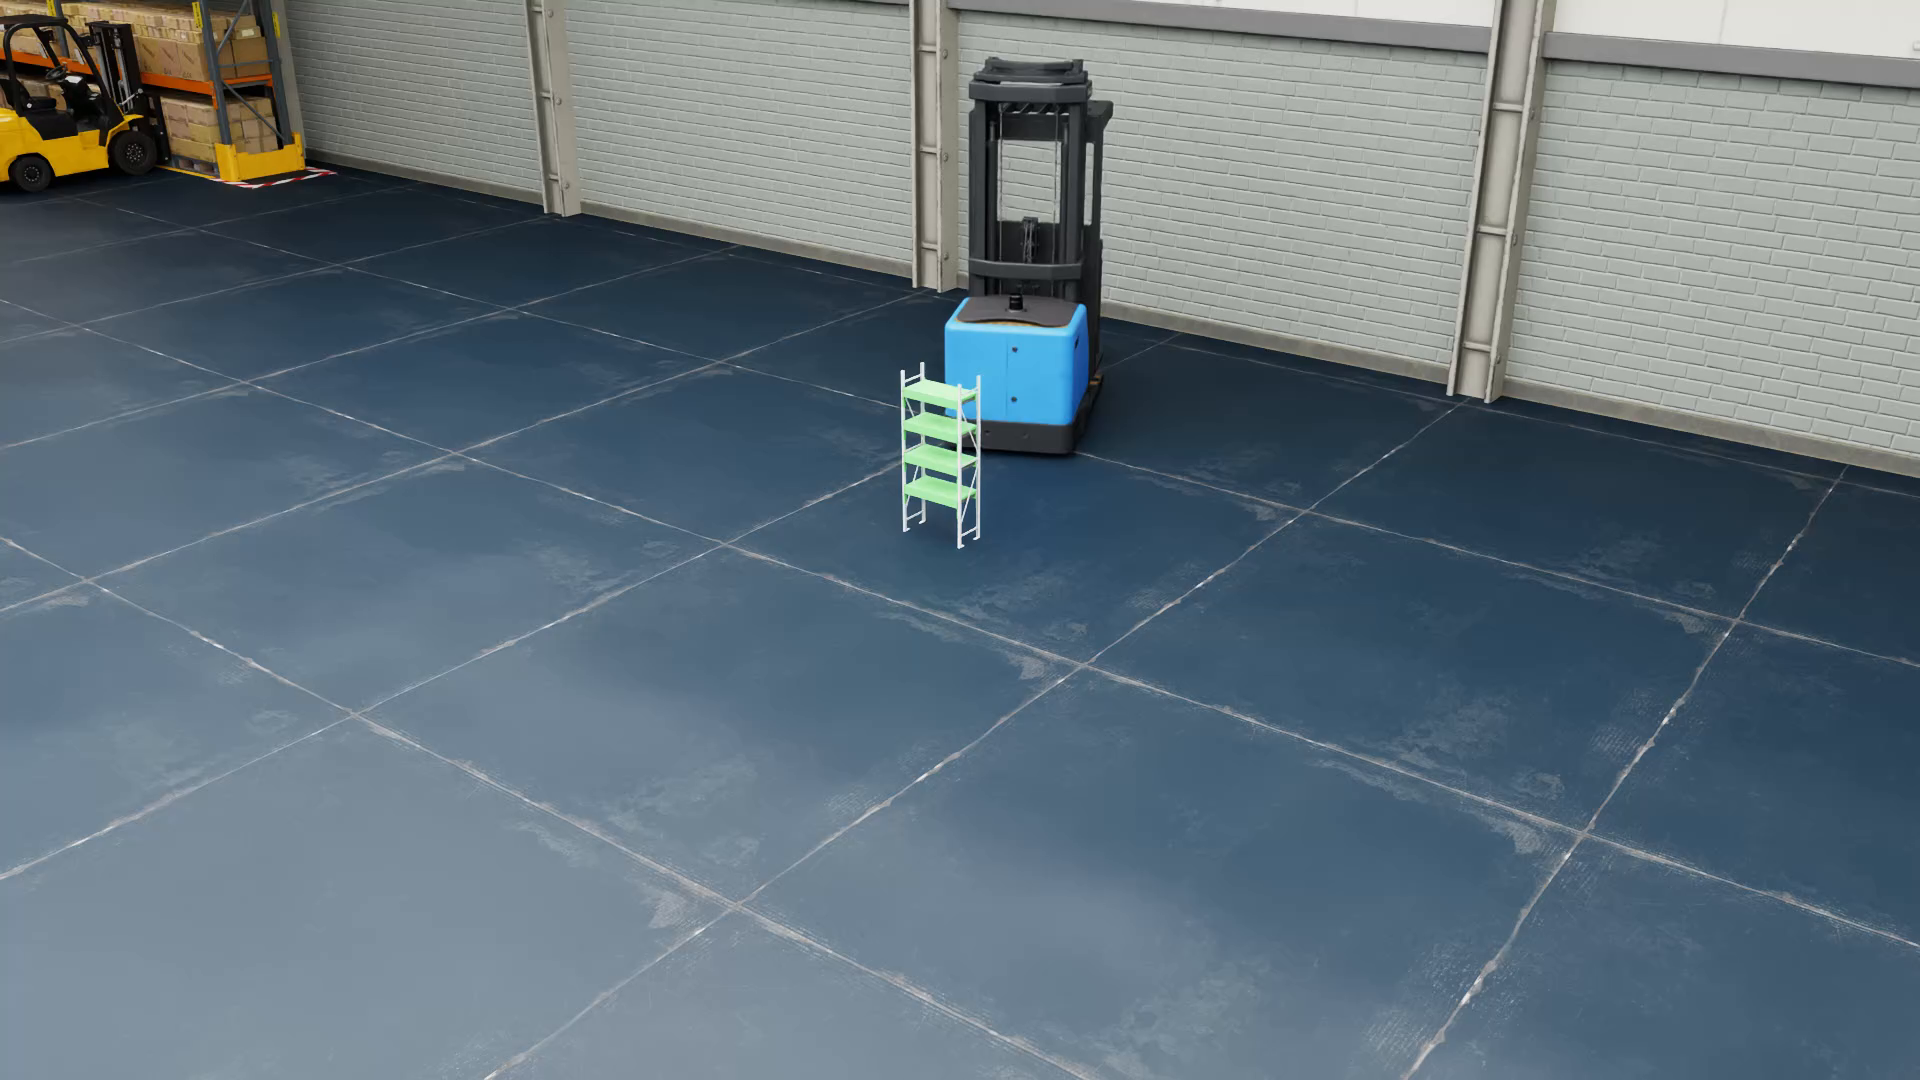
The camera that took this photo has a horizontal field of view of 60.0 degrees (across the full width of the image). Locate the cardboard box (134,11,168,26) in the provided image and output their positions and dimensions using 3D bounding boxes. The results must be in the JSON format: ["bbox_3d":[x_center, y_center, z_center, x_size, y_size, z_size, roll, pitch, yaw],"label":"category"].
[{"bbox_3d":[-11.345,-7.323,23.354,0.250,0.149,0.380,17,29,34],"label":"cardboard box"}]

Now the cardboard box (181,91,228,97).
[{"bbox_3d":[-10.918,-6.363,24.120,0.500,0.250,0.500,17,29,33],"label":"cardboard box"}]

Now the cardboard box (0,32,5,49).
[{"bbox_3d":[-14.814,-7.858,26.051,0.500,0.250,0.500,18,29,35],"label":"cardboard box"}]

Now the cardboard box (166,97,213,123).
[{"bbox_3d":[-10.818,-6.074,23.464,0.500,0.250,0.500,17,29,34],"label":"cardboard box"}]

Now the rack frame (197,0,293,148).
[{"bbox_3d":[-9.851,-6.550,22.895,0.127,3.000,1.000,17,29,33],"label":"rack frame"}]

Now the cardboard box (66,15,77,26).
[{"bbox_3d":[-12.954,-7.698,24.572,0.250,0.149,0.380,16,29,32],"label":"cardboard box"}]

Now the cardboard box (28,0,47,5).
[{"bbox_3d":[-14.396,-8.398,26.161,0.250,0.149,0.380,17,29,34],"label":"cardboard box"}]

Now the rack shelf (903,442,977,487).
[{"bbox_3d":[-0.132,-0.531,11.625,0.480,0.148,0.258,17,29,33],"label":"rack shelf"}]

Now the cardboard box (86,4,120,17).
[{"bbox_3d":[-12.502,-7.730,24.277,0.250,0.149,0.380,16,29,32],"label":"cardboard box"}]

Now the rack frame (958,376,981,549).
[{"bbox_3d":[0.063,-0.530,11.465,0.015,1.200,0.240,17,29,33],"label":"rack frame"}]

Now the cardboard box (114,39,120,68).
[{"bbox_3d":[-12.020,-7.129,24.085,0.500,0.500,0.500,16,29,33],"label":"cardboard box"}]

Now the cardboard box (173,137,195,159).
[{"bbox_3d":[-10.808,-5.619,23.672,0.500,0.250,0.500,17,29,33],"label":"cardboard box"}]

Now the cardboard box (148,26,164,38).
[{"bbox_3d":[-11.123,-7.134,23.292,0.250,0.149,0.380,16,28,32],"label":"cardboard box"}]

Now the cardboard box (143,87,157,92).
[{"bbox_3d":[-12.044,-6.447,24.311,0.500,0.250,0.500,18,29,35],"label":"cardboard box"}]

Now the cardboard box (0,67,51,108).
[{"bbox_3d":[-15.234,-7.279,26.975,0.625,0.625,0.875,18,29,35],"label":"cardboard box"}]

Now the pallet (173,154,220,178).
[{"bbox_3d":[-10.488,-5.445,23.847,1.213,0.211,1.003,17,29,33],"label":"pallet"}]

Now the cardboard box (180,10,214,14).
[{"bbox_3d":[-10.815,-7.432,23.601,0.250,0.149,0.380,18,29,35],"label":"cardboard box"}]

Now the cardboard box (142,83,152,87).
[{"bbox_3d":[-12.127,-6.734,24.963,0.500,0.250,0.500,16,29,33],"label":"cardboard box"}]

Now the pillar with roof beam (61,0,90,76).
[{"bbox_3d":[-17.250,-9.816,22.869,0.400,9.000,9.100,17,29,33],"label":"pillar with roof beam"}]

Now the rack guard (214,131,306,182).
[{"bbox_3d":[-9.831,-5.400,23.386,0.348,0.500,1.175,17,29,33],"label":"rack guard"}]

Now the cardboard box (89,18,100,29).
[{"bbox_3d":[-12.368,-7.498,24.119,0.250,0.149,0.380,18,29,34],"label":"cardboard box"}]

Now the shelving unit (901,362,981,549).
[{"bbox_3d":[-0.132,-0.589,11.599,0.503,1.200,0.258,17,29,33],"label":"shelving unit"}]

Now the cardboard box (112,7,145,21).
[{"bbox_3d":[-11.896,-7.537,23.839,0.250,0.149,0.380,17,29,33],"label":"cardboard box"}]

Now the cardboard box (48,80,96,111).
[{"bbox_3d":[-13.476,-6.745,25.763,0.625,0.625,0.875,18,30,36],"label":"cardboard box"}]

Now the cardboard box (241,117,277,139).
[{"bbox_3d":[-10.102,-5.893,23.674,0.500,0.250,0.500,17,29,34],"label":"cardboard box"}]

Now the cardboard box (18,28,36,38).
[{"bbox_3d":[-14.014,-7.836,25.379,0.500,0.250,0.500,16,28,32],"label":"cardboard box"}]

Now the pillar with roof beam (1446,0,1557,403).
[{"bbox_3d":[1.954,-4.013,9.696,0.400,9.000,9.100,17,29,33],"label":"pillar with roof beam"}]

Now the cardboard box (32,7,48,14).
[{"bbox_3d":[-13.840,-8.003,25.266,0.250,0.149,0.380,17,29,33],"label":"cardboard box"}]

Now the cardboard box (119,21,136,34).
[{"bbox_3d":[-11.729,-7.317,23.709,0.250,0.149,0.380,16,28,32],"label":"cardboard box"}]

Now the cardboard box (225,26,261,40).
[{"bbox_3d":[-9.967,-7.058,23.121,0.250,0.149,0.380,16,28,32],"label":"cardboard box"}]

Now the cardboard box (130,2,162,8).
[{"bbox_3d":[-11.981,-7.842,24.531,0.250,0.149,0.380,16,28,32],"label":"cardboard box"}]

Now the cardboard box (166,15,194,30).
[{"bbox_3d":[-10.705,-7.151,22.963,0.250,0.149,0.380,18,29,34],"label":"cardboard box"}]

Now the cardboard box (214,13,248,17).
[{"bbox_3d":[-10.167,-7.263,23.217,0.250,0.149,0.380,18,29,35],"label":"cardboard box"}]

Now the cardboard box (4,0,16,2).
[{"bbox_3d":[-15.023,-8.579,26.572,0.250,0.149,0.380,17,29,33],"label":"cardboard box"}]

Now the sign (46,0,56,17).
[{"bbox_3d":[-13.369,-7.833,24.471,0.005,0.325,0.100,17,29,33],"label":"sign"}]

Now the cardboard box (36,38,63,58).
[{"bbox_3d":[-13.612,-7.486,25.206,0.500,0.250,0.500,18,29,34],"label":"cardboard box"}]

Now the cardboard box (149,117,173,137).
[{"bbox_3d":[-11.248,-5.972,23.854,0.500,0.250,0.500,16,28,32],"label":"cardboard box"}]

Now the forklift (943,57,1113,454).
[{"bbox_3d":[0.662,-2.585,13.982,1.130,2.935,3.031,5,24,10],"label":"forklift"}]

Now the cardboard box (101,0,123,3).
[{"bbox_3d":[-12.615,-8.016,24.926,0.250,0.149,0.380,17,29,33],"label":"cardboard box"}]

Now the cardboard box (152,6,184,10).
[{"bbox_3d":[-11.425,-7.625,24.038,0.250,0.149,0.380,18,29,35],"label":"cardboard box"}]

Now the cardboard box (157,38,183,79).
[{"bbox_3d":[-10.812,-6.758,23.245,0.500,0.500,0.500,18,29,35],"label":"cardboard box"}]

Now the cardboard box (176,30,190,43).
[{"bbox_3d":[-10.518,-6.938,22.848,0.250,0.149,0.380,17,29,34],"label":"cardboard box"}]

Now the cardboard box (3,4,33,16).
[{"bbox_3d":[-14.498,-8.170,25.644,0.250,0.149,0.380,17,29,34],"label":"cardboard box"}]
